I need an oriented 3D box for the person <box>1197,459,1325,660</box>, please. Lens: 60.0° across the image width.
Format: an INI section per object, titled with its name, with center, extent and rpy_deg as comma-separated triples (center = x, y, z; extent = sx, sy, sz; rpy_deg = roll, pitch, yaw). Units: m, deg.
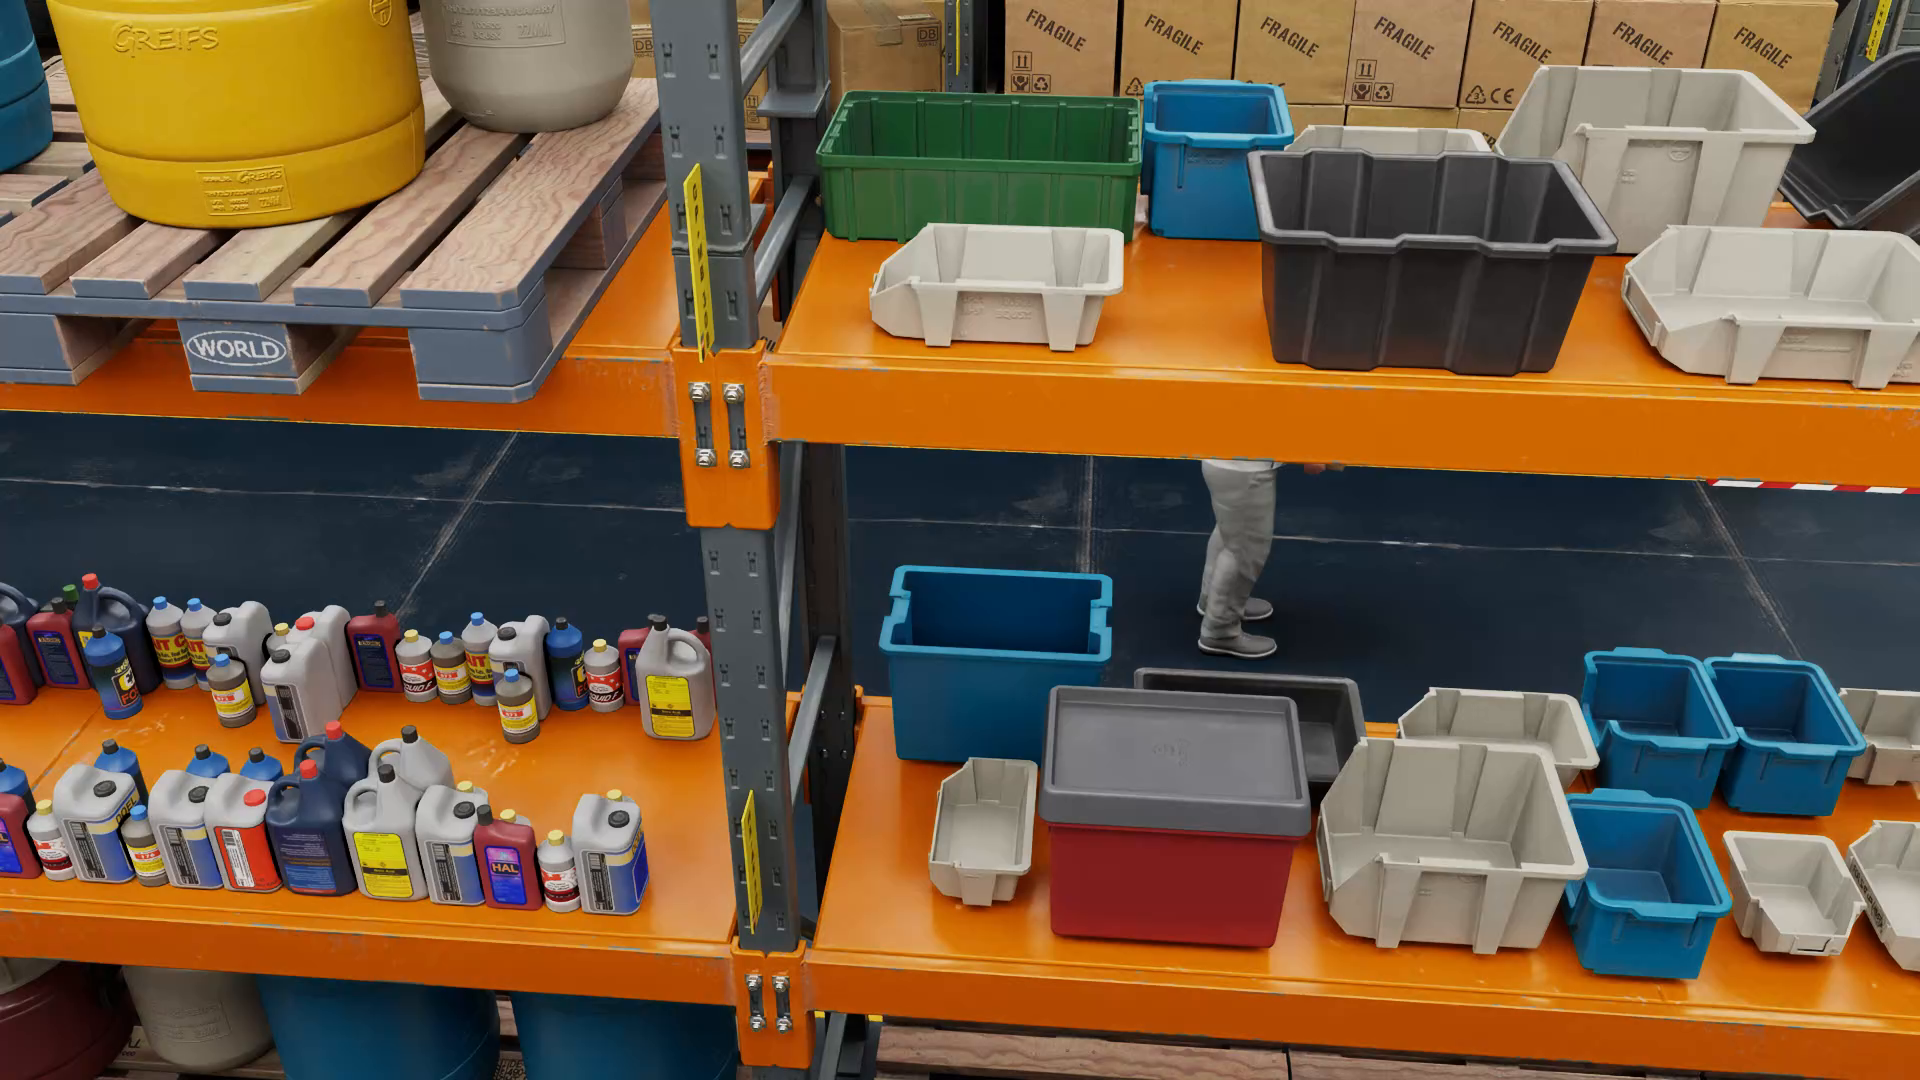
[person]
center = 1.221, -0.365, 6.702
extent = 0.565, 1.766, 0.494
rpy_deg = 3, 32, 5
